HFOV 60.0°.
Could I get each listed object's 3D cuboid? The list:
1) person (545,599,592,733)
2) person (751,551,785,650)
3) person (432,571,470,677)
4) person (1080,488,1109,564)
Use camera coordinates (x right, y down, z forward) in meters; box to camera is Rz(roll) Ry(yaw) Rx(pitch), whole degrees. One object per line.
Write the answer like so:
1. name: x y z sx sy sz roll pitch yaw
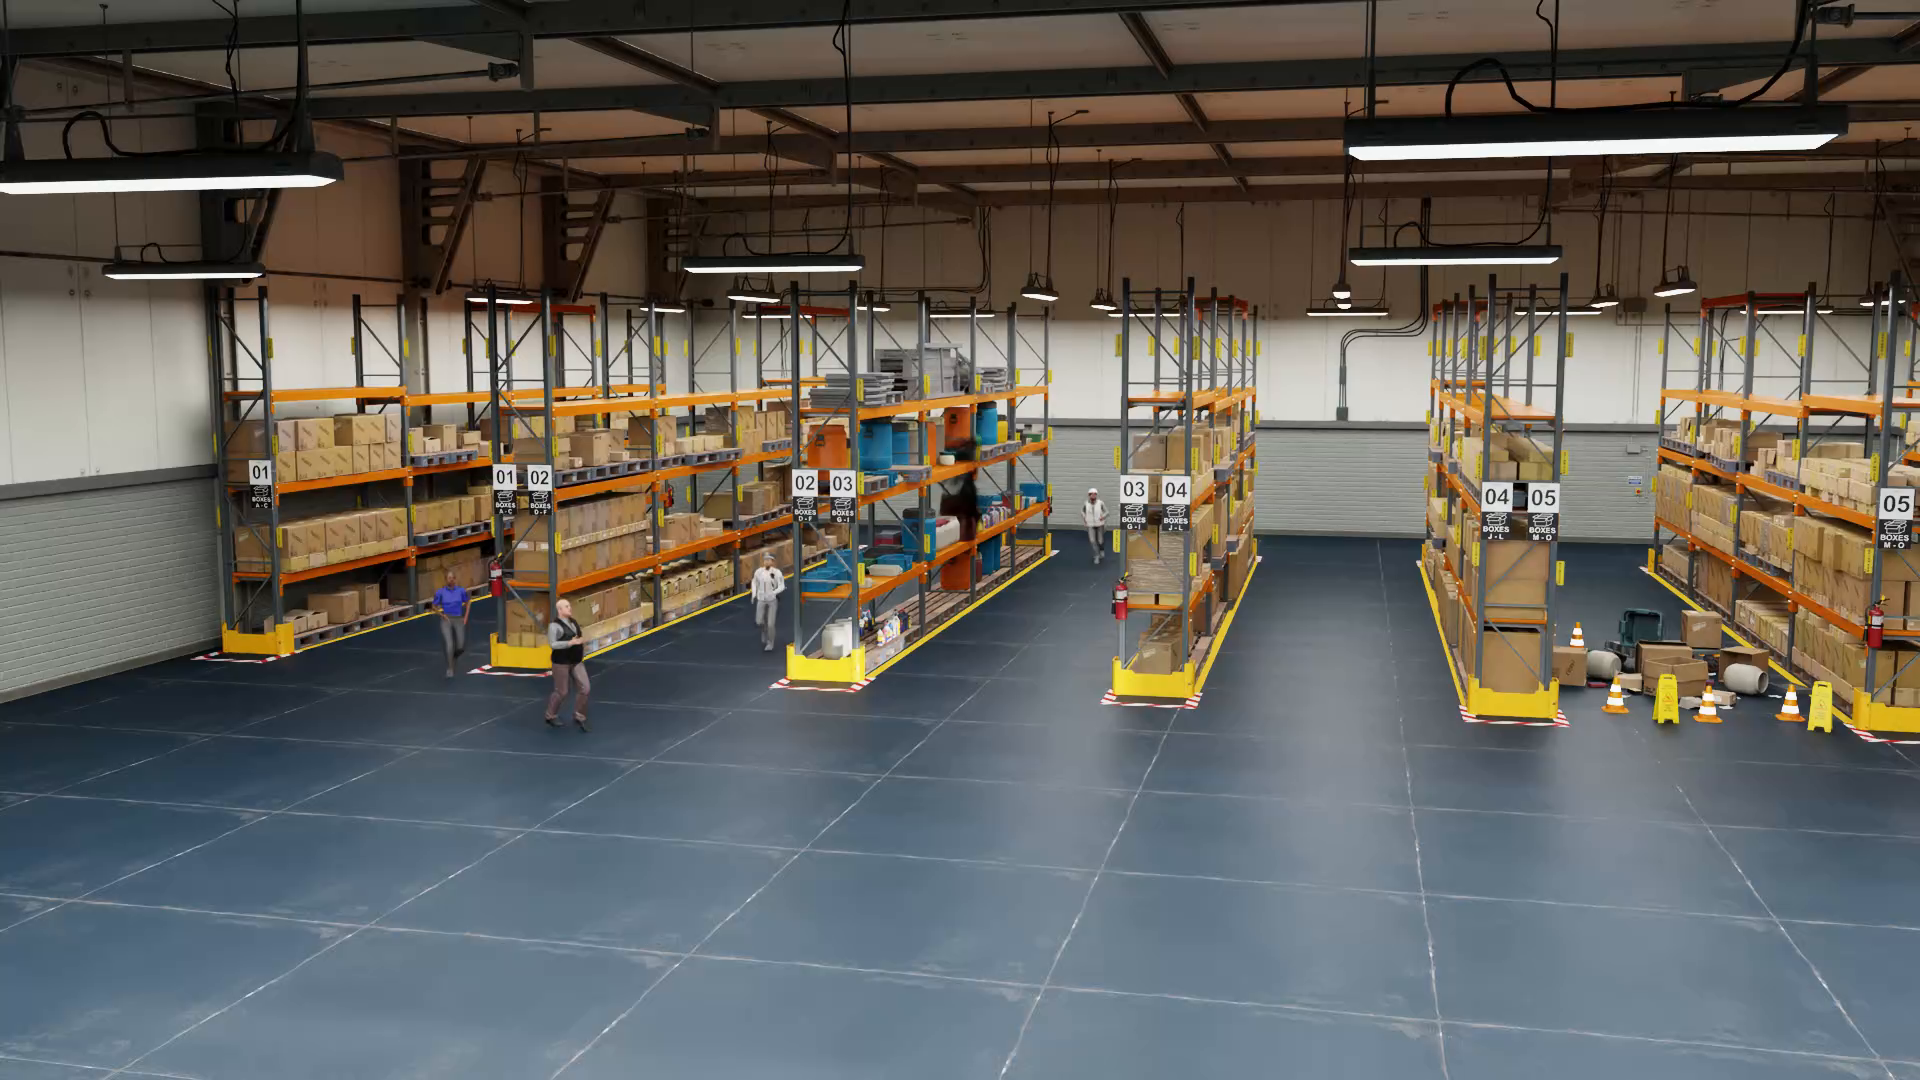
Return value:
1. person: -5.133 1.657 21.748 0.734 1.774 0.639 4 8 32
2. person: -3.213 1.015 27.635 0.615 1.653 0.541 1 7 8
3. person: -7.784 1.278 25.514 0.590 1.616 0.579 -3 7 -28
4. person: 3.155 -0.379 39.089 0.674 1.690 0.754 1 7 7
